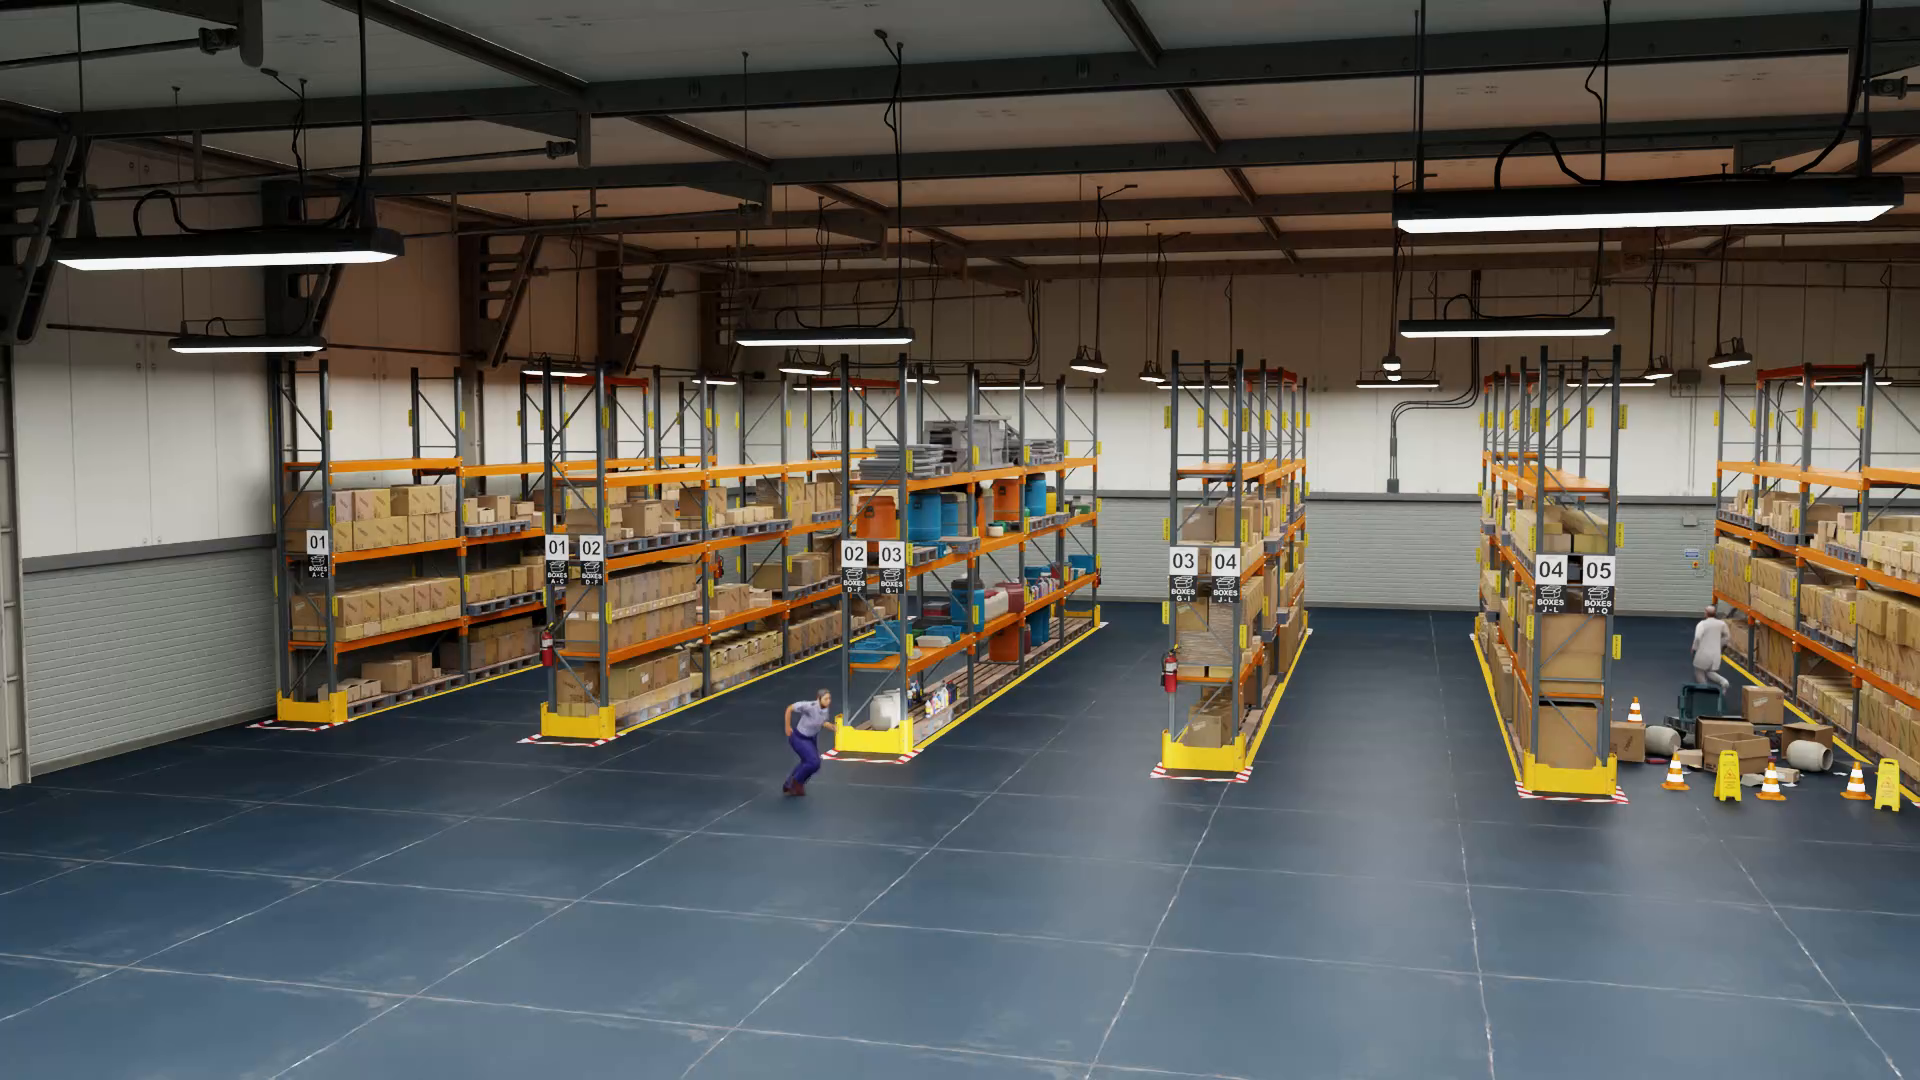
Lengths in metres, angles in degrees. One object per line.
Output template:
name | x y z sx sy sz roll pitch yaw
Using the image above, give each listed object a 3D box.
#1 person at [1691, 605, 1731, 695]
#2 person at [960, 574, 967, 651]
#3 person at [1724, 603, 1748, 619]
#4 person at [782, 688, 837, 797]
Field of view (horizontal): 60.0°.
person | 13.297 2.030 29.424 0.721 1.734 0.807 0 4 -6
person | 0.147 1.566 36.165 0.678 1.706 0.759 1 4 12
person | 17.792 1.412 38.024 0.809 1.736 0.599 0 4 6
person | -2.027 2.676 21.945 0.886 1.482 0.639 3 5 32
